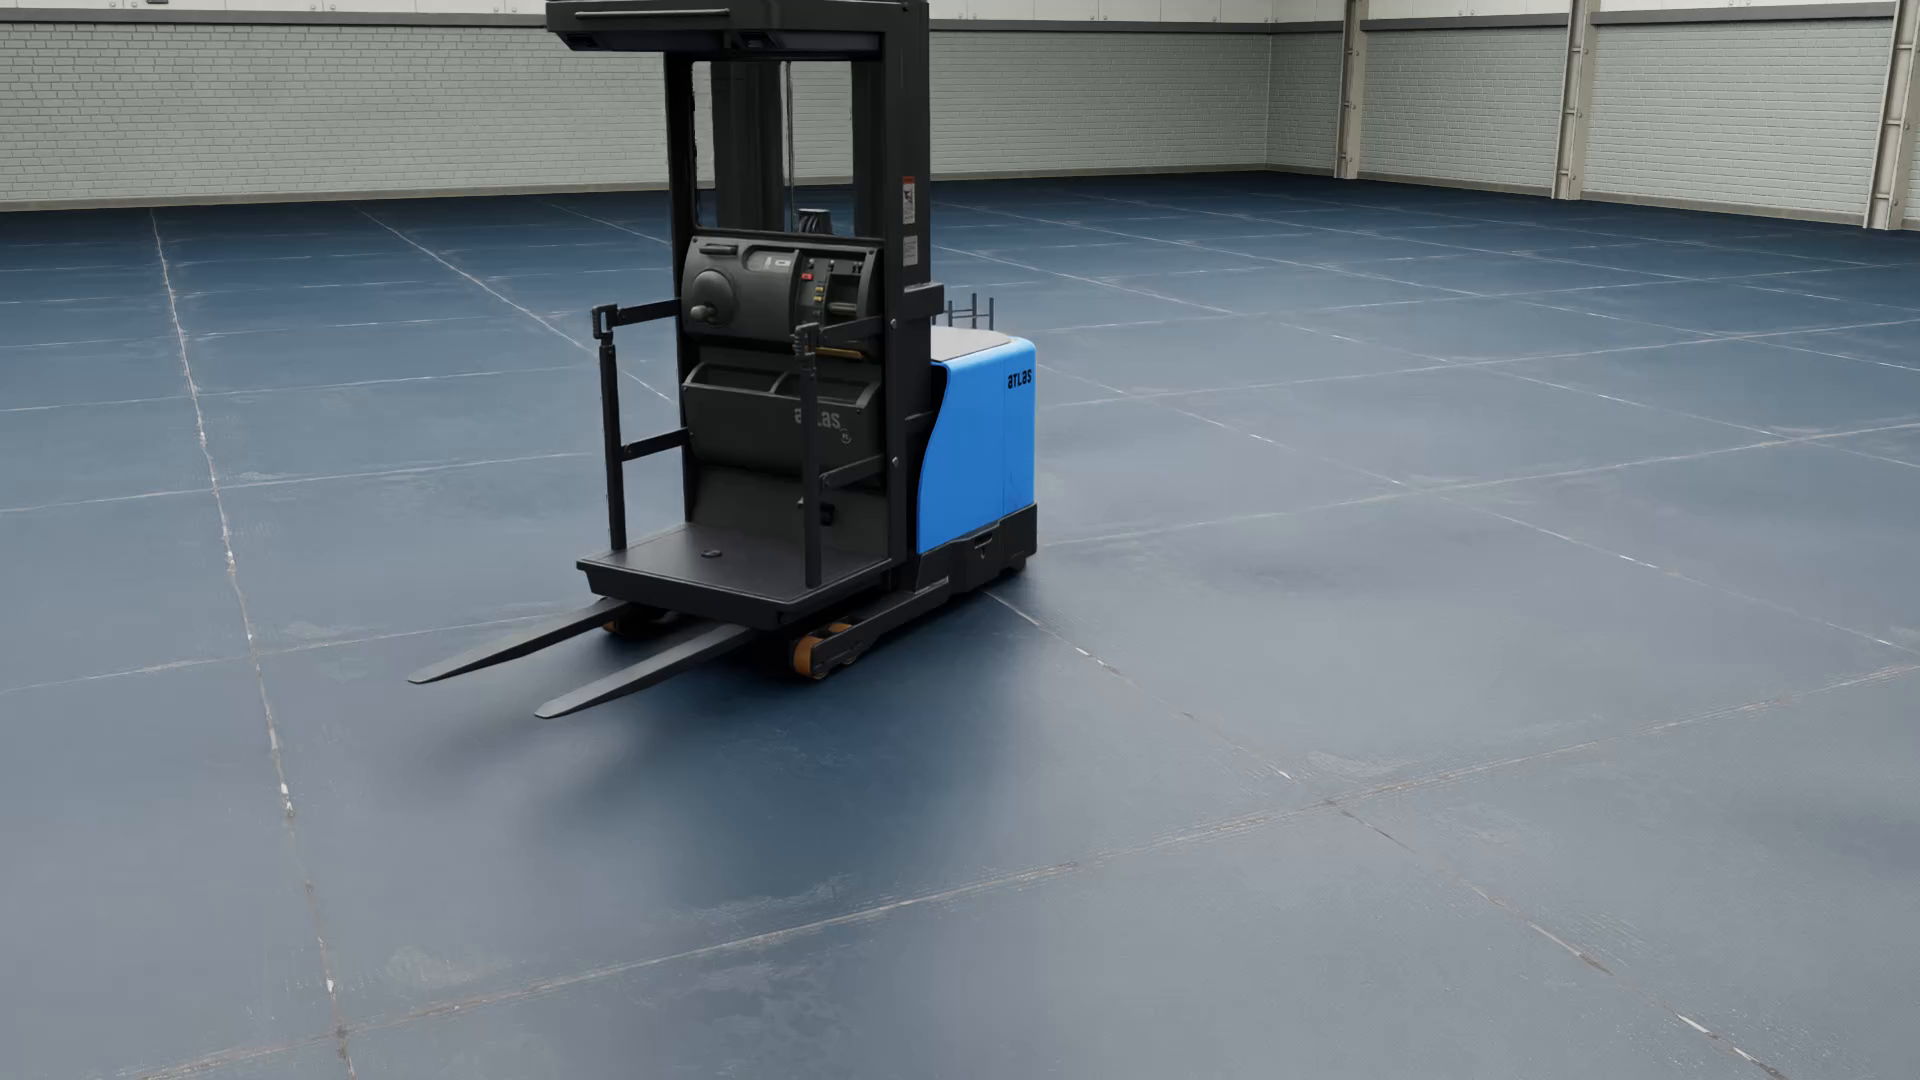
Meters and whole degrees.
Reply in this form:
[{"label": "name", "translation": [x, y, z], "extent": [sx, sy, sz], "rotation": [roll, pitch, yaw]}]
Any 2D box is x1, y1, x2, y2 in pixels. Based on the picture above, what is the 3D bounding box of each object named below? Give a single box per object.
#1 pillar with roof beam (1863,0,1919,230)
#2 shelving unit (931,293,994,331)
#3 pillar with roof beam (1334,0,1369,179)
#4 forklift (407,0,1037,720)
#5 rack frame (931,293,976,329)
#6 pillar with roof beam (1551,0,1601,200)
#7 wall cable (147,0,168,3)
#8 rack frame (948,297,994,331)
[{"label": "pillar with roof beam", "translation": [9.309, -8.257, 20.709], "extent": [9.100, 9.000, 0.400], "rotation": [-8, 18, -25]}, {"label": "shelving unit", "translation": [0.011, -0.589, 8.127], "extent": [0.258, 1.200, 0.189], "rotation": [-8, 18, -25]}, {"label": "pillar with roof beam", "translation": [4.052, -11.232, 31.078], "extent": [9.100, 9.000, 0.400], "rotation": [-8, 18, -25]}, {"label": "forklift", "translation": [-0.840, -1.018, 6.484], "extent": [1.130, 2.935, 3.031], "rotation": [10, 19, 30]}, {"label": "rack frame", "translation": [-0.029, -0.611, 8.206], "extent": [0.240, 1.200, 0.006], "rotation": [-8, 18, -25]}, {"label": "pillar with roof beam", "translation": [6.681, -9.745, 25.893], "extent": [9.100, 9.000, 0.400], "rotation": [-8, 18, -25]}, {"label": "wall cable", "translation": [-11.955, -11.614, 26.243], "extent": [2.305, 6.003, 0.169], "rotation": [-8, 18, -25]}, {"label": "rack frame", "translation": [0.052, -0.566, 8.049], "extent": [0.240, 1.200, 0.006], "rotation": [-8, 18, -25]}]
